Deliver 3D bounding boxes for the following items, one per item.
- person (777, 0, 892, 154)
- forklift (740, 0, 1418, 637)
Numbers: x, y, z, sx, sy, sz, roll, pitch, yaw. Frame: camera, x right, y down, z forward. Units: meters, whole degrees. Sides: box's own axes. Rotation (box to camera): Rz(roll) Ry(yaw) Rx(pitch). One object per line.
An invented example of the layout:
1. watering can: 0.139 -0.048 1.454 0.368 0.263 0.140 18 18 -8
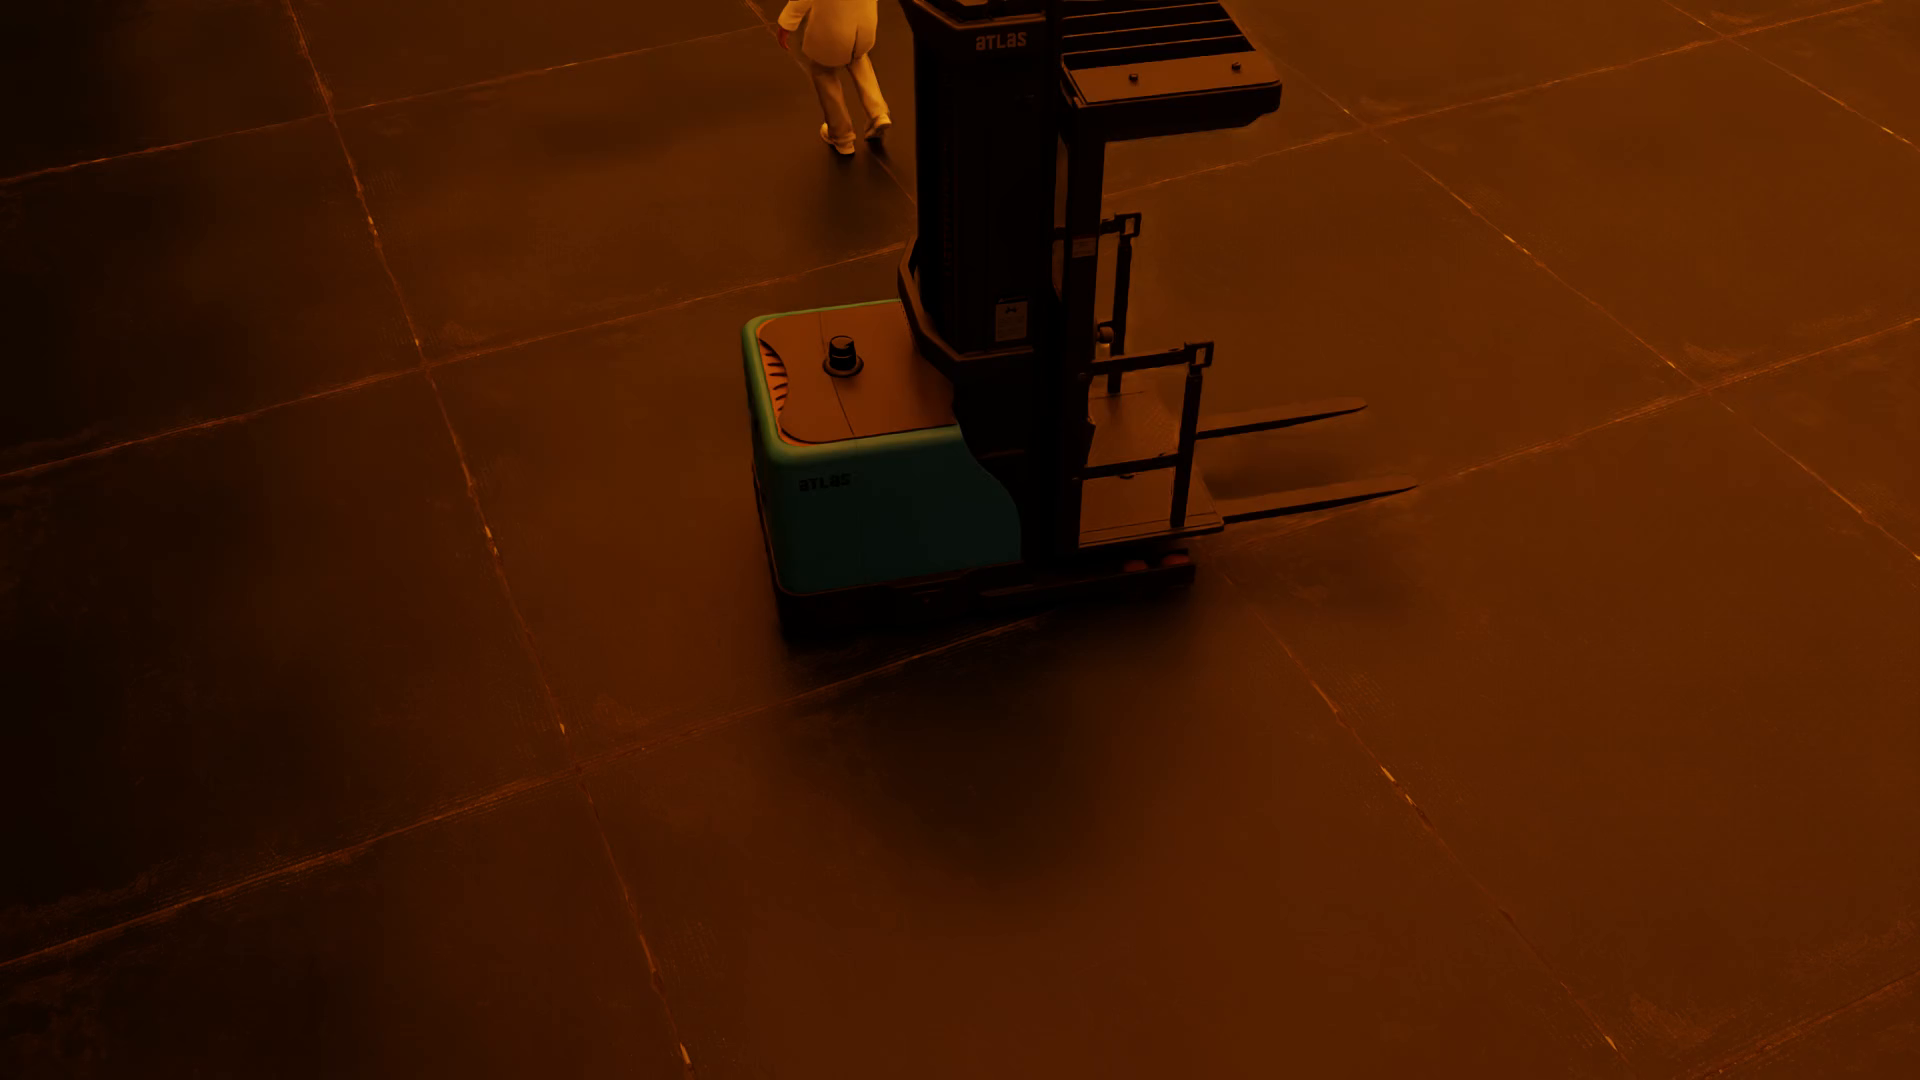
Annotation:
1. person: -0.740 -3.102 9.885 0.829 1.750 0.517 -24 48 -23
2. forklift: 0.595 -1.165 6.928 3.031 2.935 1.130 -9 44 -9
